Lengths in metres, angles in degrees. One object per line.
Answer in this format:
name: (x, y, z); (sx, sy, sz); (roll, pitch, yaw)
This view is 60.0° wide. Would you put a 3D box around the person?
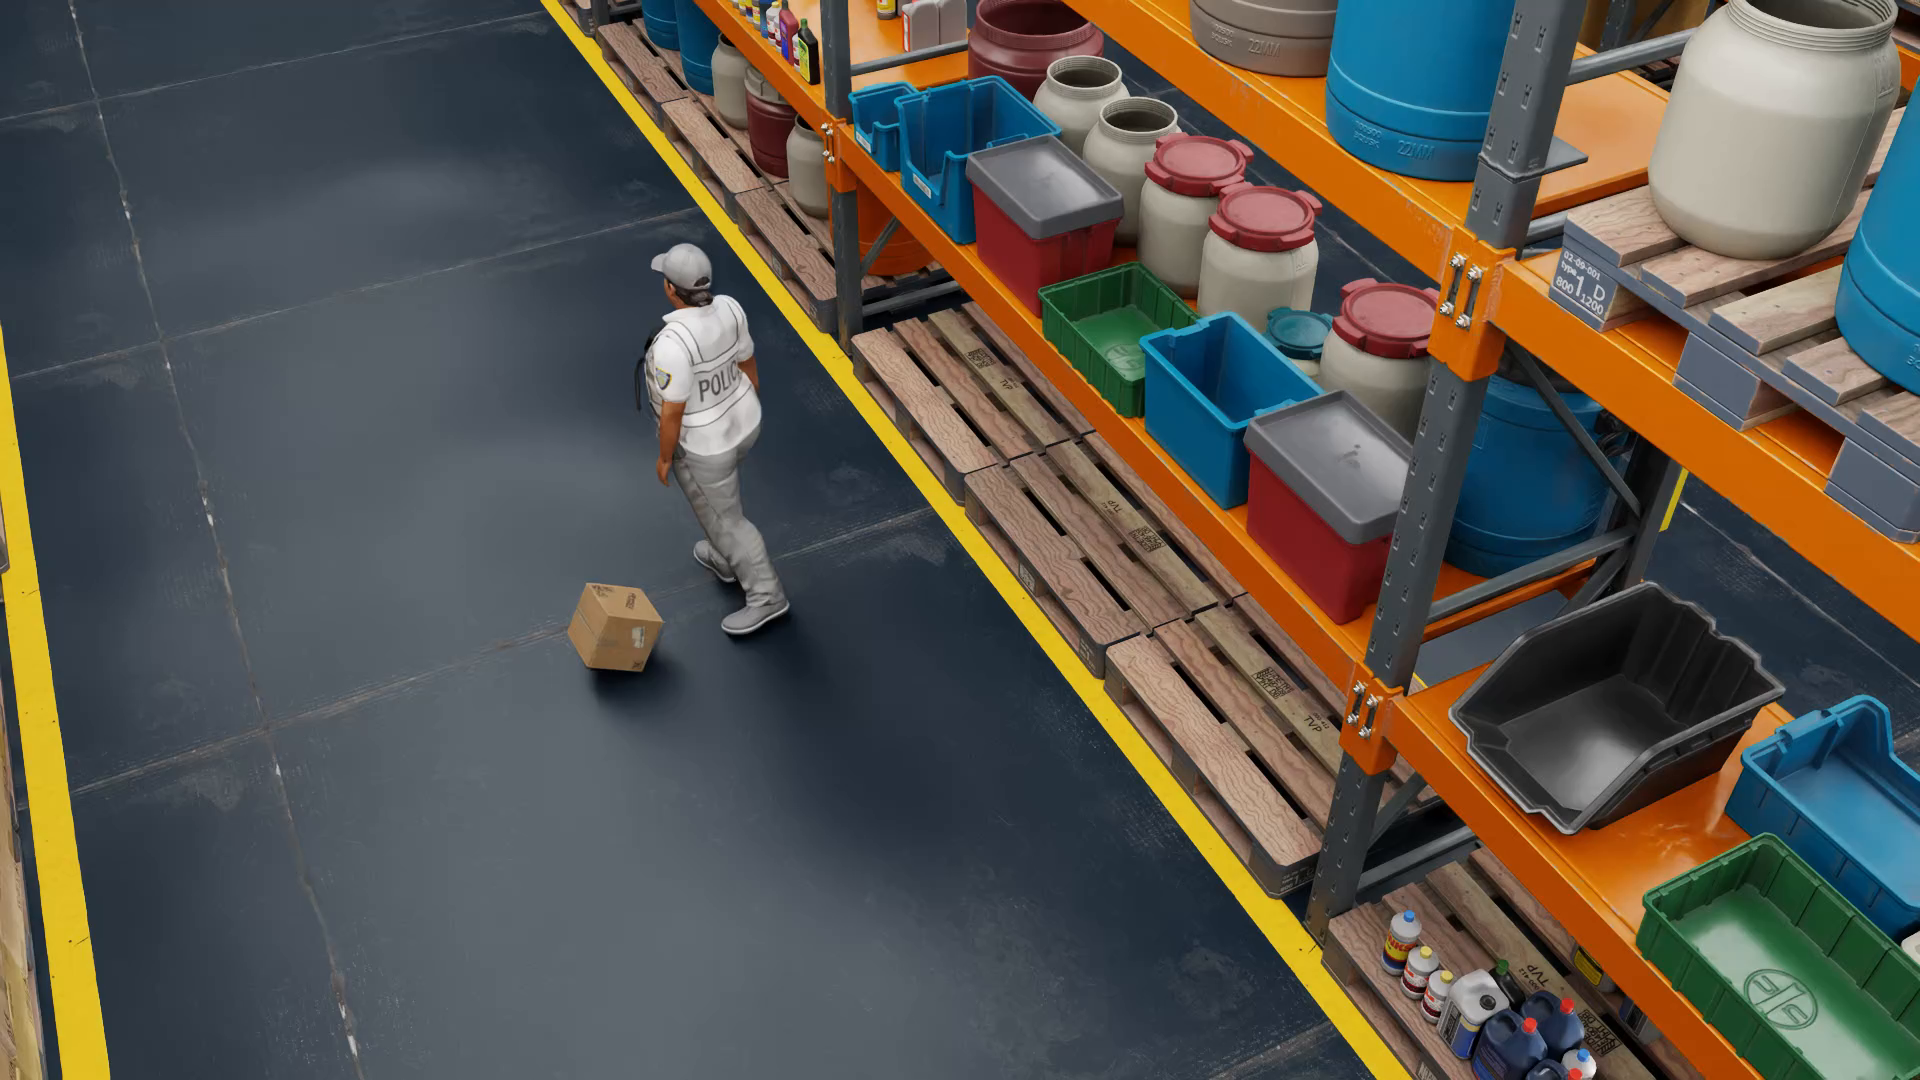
person: (-0.960, -0.410, 6.627); (0.597, 1.653, 0.560); (19, 45, 20)
